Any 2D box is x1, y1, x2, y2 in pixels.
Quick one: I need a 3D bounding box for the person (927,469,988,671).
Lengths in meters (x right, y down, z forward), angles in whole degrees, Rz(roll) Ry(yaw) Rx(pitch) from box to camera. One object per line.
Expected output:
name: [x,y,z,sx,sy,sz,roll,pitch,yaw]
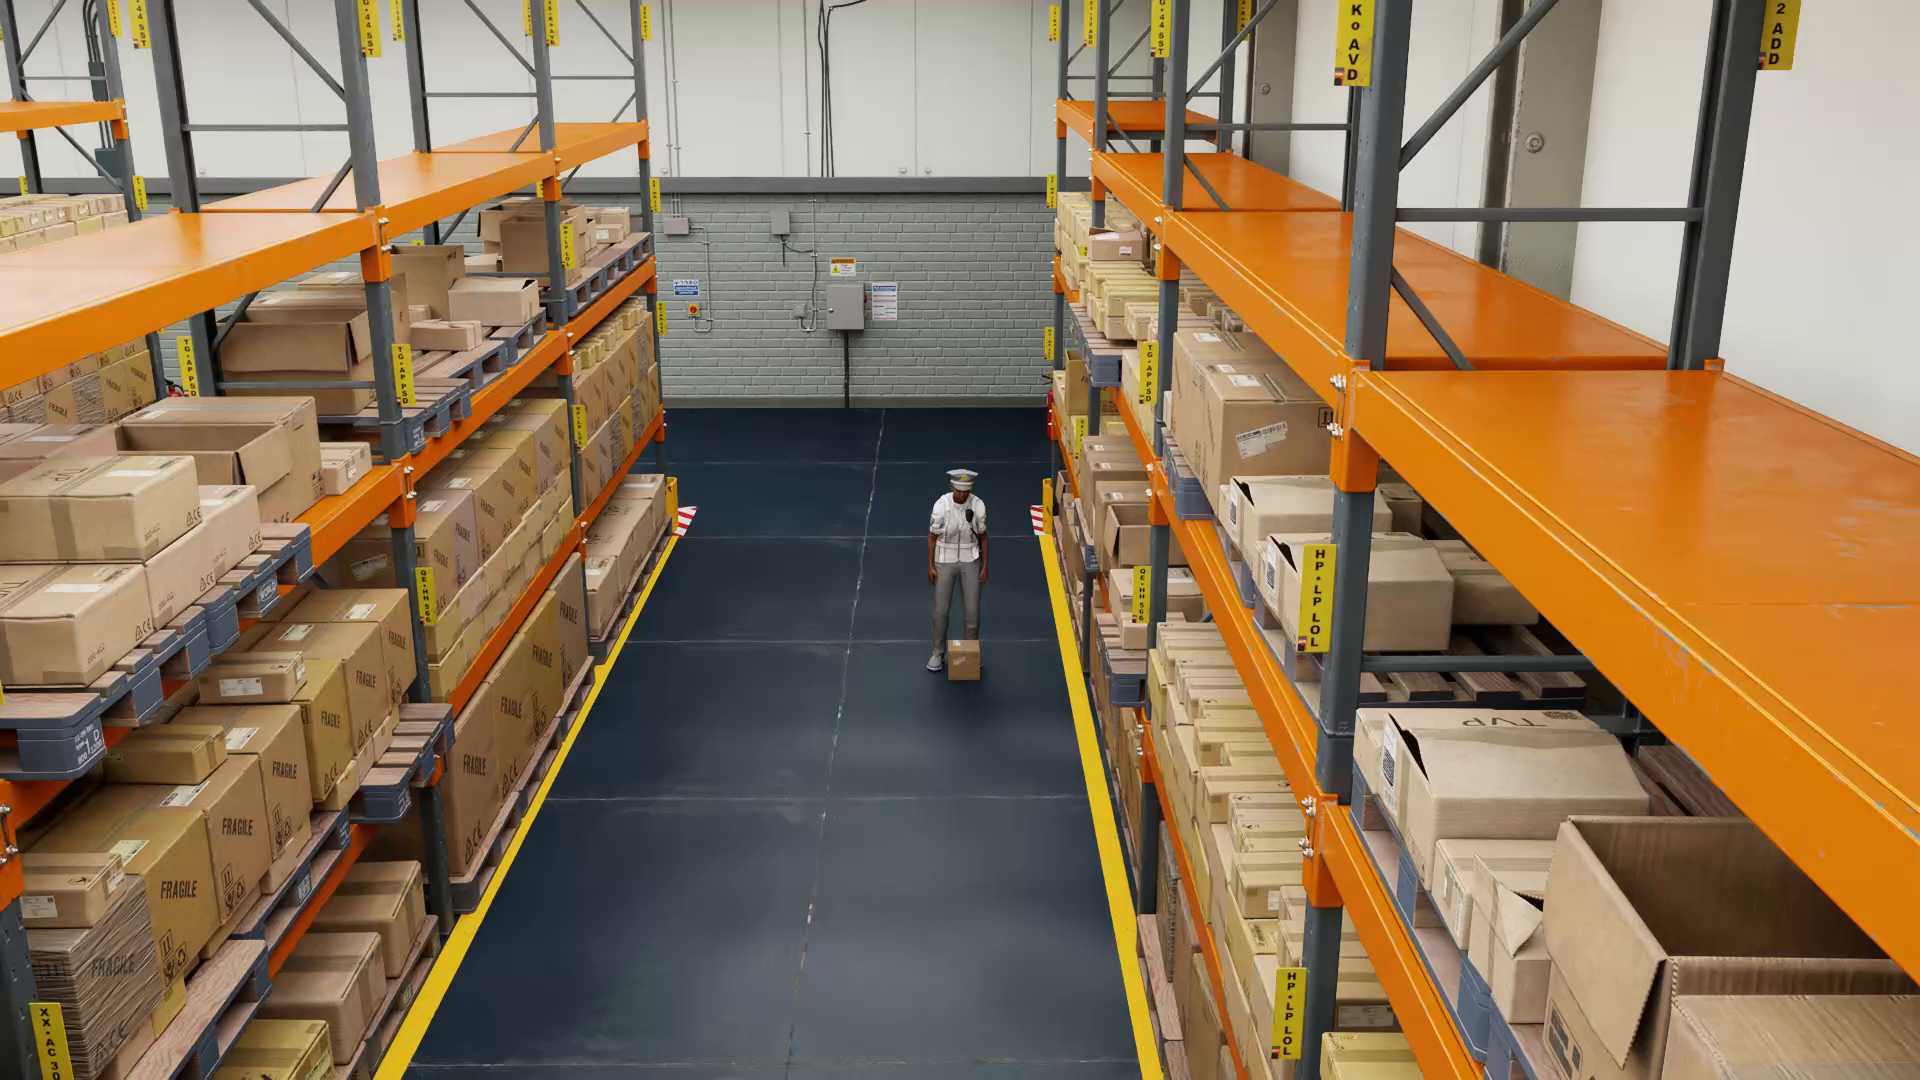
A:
person: [-0.022,0.221,13.363,0.509,1.657,0.393,-2,17,-5]
